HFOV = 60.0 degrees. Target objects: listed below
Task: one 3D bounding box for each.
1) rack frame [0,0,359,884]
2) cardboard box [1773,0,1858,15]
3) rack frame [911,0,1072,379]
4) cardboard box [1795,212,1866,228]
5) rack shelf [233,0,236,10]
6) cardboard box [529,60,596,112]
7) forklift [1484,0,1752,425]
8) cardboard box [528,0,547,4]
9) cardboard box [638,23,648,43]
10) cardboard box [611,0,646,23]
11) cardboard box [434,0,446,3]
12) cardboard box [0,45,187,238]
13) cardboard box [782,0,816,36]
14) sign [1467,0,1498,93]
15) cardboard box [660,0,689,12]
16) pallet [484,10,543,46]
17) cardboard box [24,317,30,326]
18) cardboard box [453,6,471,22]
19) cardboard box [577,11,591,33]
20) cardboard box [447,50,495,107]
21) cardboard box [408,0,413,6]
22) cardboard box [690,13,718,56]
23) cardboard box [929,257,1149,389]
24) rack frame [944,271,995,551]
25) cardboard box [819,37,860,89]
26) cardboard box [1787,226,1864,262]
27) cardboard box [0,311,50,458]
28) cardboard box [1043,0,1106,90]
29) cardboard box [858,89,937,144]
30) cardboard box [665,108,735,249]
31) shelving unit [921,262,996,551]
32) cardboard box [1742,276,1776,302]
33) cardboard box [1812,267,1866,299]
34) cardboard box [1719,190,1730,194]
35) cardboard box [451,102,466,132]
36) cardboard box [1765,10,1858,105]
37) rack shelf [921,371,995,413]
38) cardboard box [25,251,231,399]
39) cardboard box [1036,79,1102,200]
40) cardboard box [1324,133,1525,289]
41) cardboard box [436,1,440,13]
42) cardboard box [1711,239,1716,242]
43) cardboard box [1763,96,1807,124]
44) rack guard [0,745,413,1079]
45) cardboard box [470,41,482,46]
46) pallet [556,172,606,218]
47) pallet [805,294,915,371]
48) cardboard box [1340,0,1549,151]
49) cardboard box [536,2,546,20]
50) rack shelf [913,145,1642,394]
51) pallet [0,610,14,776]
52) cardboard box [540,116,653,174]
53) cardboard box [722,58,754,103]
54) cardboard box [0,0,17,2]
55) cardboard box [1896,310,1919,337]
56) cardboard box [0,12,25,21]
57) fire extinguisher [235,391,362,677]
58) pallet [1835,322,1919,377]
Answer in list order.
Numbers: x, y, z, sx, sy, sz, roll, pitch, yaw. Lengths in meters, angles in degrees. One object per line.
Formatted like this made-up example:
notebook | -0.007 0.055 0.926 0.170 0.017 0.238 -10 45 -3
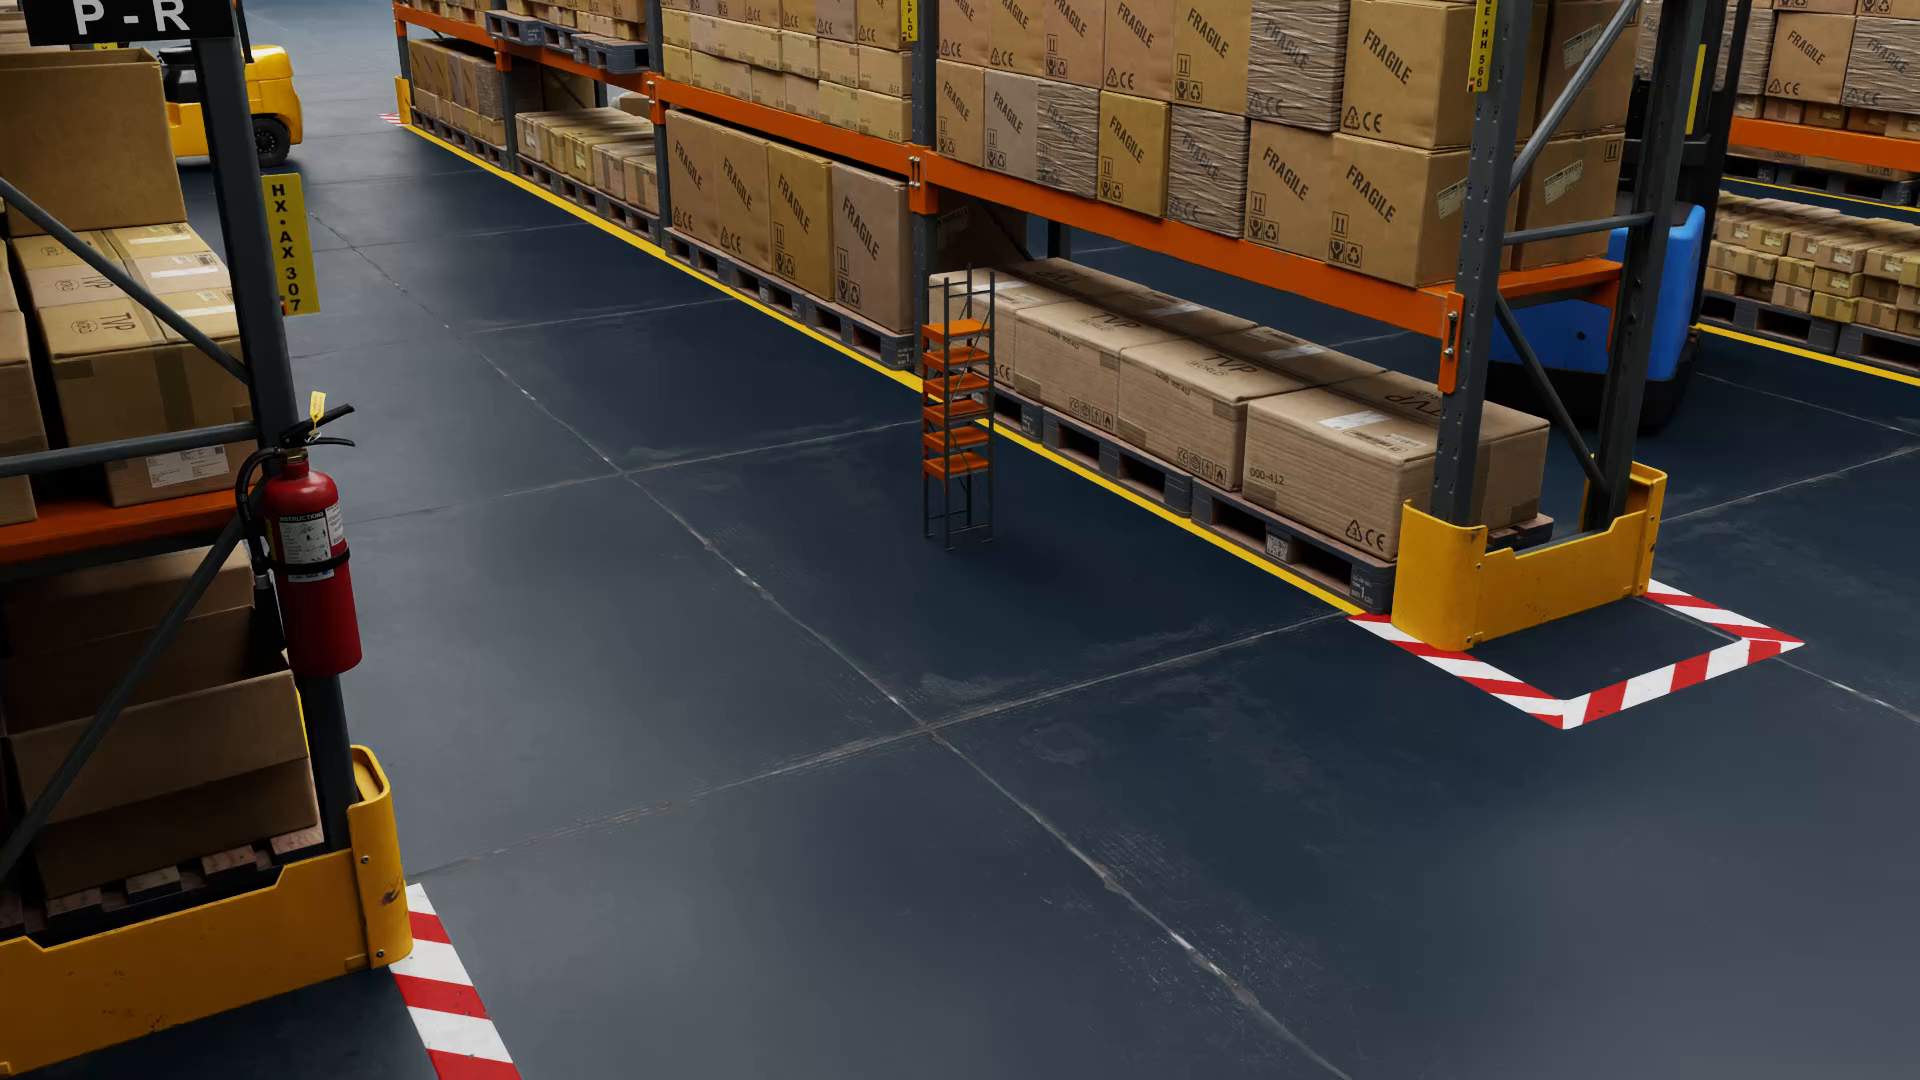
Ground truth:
rack frame | -2.026 -0.177 3.763 1.000 3.000 0.127 -13 25 -28
cardboard box | 5.190 -3.367 9.755 0.500 0.500 0.500 -14 26 -30
rack frame | 0.196 -2.428 9.301 1.000 3.000 0.127 -13 25 -28
cardboard box | 5.567 -1.987 10.656 0.380 0.149 0.250 -13 25 -28
rack shelf | -3.048 -1.881 4.927 1.077 0.370 4.000 -13 25 -28
cardboard box | -3.960 -4.529 16.567 0.500 0.500 0.500 -11 25 -26
forklift | 3.831 -2.468 9.492 1.130 2.935 3.031 11 24 25
cardboard box | -3.401 -4.865 14.210 0.500 0.500 0.500 -13 25 -29
cardboard box | -2.217 -3.862 12.605 0.380 0.149 0.250 -12 25 -26
cardboard box | -2.319 -4.195 12.563 0.500 0.500 0.500 -13 26 -30
cardboard box | -5.135 -5.795 17.057 0.500 0.500 0.500 -13 26 -29
cardboard box | -2.793 -1.277 5.278 0.500 0.500 0.500 -12 25 -27
cardboard box | -0.761 -3.368 10.152 0.500 0.500 0.500 -12 25 -27
sign | 1.766 -1.679 5.607 0.100 0.325 0.005 -13 25 -28
cardboard box | -1.806 -4.025 11.771 0.500 0.500 0.500 -14 26 -30
pallet | -3.625 -4.653 15.031 1.003 0.211 1.213 -13 25 -28
cardboard box | -3.083 -0.869 5.799 0.380 0.149 0.250 -12 25 -27
cardboard box | -4.839 -5.275 16.639 0.380 0.149 0.250 -13 26 -29
cardboard box | -2.858 -4.177 13.380 0.380 0.149 0.250 -12 25 -27
cardboard box | -4.947 -4.755 17.124 0.500 0.500 0.500 -11 25 -25
cardboard box | -5.938 -6.046 18.537 0.380 0.149 0.250 -12 25 -28
cardboard box | -1.538 -3.506 11.488 0.500 0.250 0.500 -12 25 -27
cardboard box | 0.424 -1.212 9.153 0.875 0.438 0.875 -13 25 -29
rack frame | 0.039 -0.531 7.024 0.240 1.200 0.006 -13 25 -28
cardboard box | -0.500 -2.846 9.866 0.500 0.250 0.500 -12 25 -27
cardboard box | 5.332 -1.821 10.245 0.380 0.149 0.250 -14 26 -30
cardboard box | -2.489 -0.343 3.976 0.500 0.250 0.500 -12 25 -27
cardboard box | 0.736 -2.404 7.781 0.500 0.500 0.500 -12 25 -27
cardboard box | -0.250 -2.455 9.567 0.500 0.250 0.500 -13 26 -29
cardboard box | -1.566 -2.693 12.218 0.875 0.875 0.875 -13 25 -29
shelving unit | -0.007 -0.561 7.097 0.258 1.200 0.189 -13 25 -28
cardboard box | 5.207 -1.624 10.553 0.380 0.149 0.250 -12 25 -27
cardboard box | 5.385 -1.578 10.045 0.380 0.149 0.250 -12 25 -27
cardboard box | 5.103 -2.343 11.530 0.380 0.149 0.250 -13 25 -29
cardboard box | -4.960 -4.414 17.281 0.500 0.250 0.500 -12 25 -27
cardboard box | 5.220 -2.891 9.913 0.500 0.500 0.500 -11 25 -26
rack shelf | -0.007 -0.631 7.069 0.258 0.103 0.180 -13 25 -28
cardboard box | -2.284 -0.607 4.626 0.500 0.250 0.500 -12 25 -28
cardboard box | 0.713 -1.946 7.983 0.500 0.500 0.500 -12 25 -28
cardboard box | 1.765 -1.285 6.355 0.500 0.500 0.500 -12 25 -28
cardboard box | -5.294 -5.623 17.497 0.380 0.149 0.250 -12 25 -26
cardboard box | 4.927 -1.927 10.903 0.380 0.149 0.250 -11 25 -26
cardboard box | 5.154 -2.647 10.173 0.380 0.149 0.250 -12 25 -26
rack guard | -2.065 0.956 4.295 1.175 0.500 0.348 -13 25 -28
cardboard box | -5.031 -5.203 18.227 0.500 0.500 0.500 -12 25 -26
pallet | -2.864 -3.079 14.605 1.003 0.211 1.213 -13 25 -28
pallet | -0.263 -1.371 10.405 1.003 0.211 1.213 -13 25 -28
cardboard box | 1.788 -1.753 6.179 0.500 0.500 0.500 -12 25 -27
cardboard box | -3.454 -4.605 14.434 0.380 0.149 0.250 -12 25 -27
rack shelf | 1.217 -1.447 7.844 1.077 0.370 4.000 -13 25 -28
pallet | -3.092 0.438 5.954 1.003 0.211 1.213 -13 25 -28
cardboard box | -3.250 -3.593 15.101 0.950 0.372 0.625 -11 25 -25
cardboard box | -1.273 -3.113 11.185 0.500 0.250 0.500 -12 25 -27
cardboard box | -6.160 -3.360 10.599 0.380 0.149 0.250 -12 25 -27
cardboard box | 5.715 -1.288 9.725 0.380 0.149 0.250 -13 25 -28
cardboard box | -5.120 -2.516 8.824 0.797 0.503 0.637 -13 26 -29
fire extinguisher | -1.554 -0.010 3.950 0.296 0.674 0.183 -13 25 -28
pallet | 6.020 -1.120 9.788 1.003 0.211 1.213 -13 25 -28
